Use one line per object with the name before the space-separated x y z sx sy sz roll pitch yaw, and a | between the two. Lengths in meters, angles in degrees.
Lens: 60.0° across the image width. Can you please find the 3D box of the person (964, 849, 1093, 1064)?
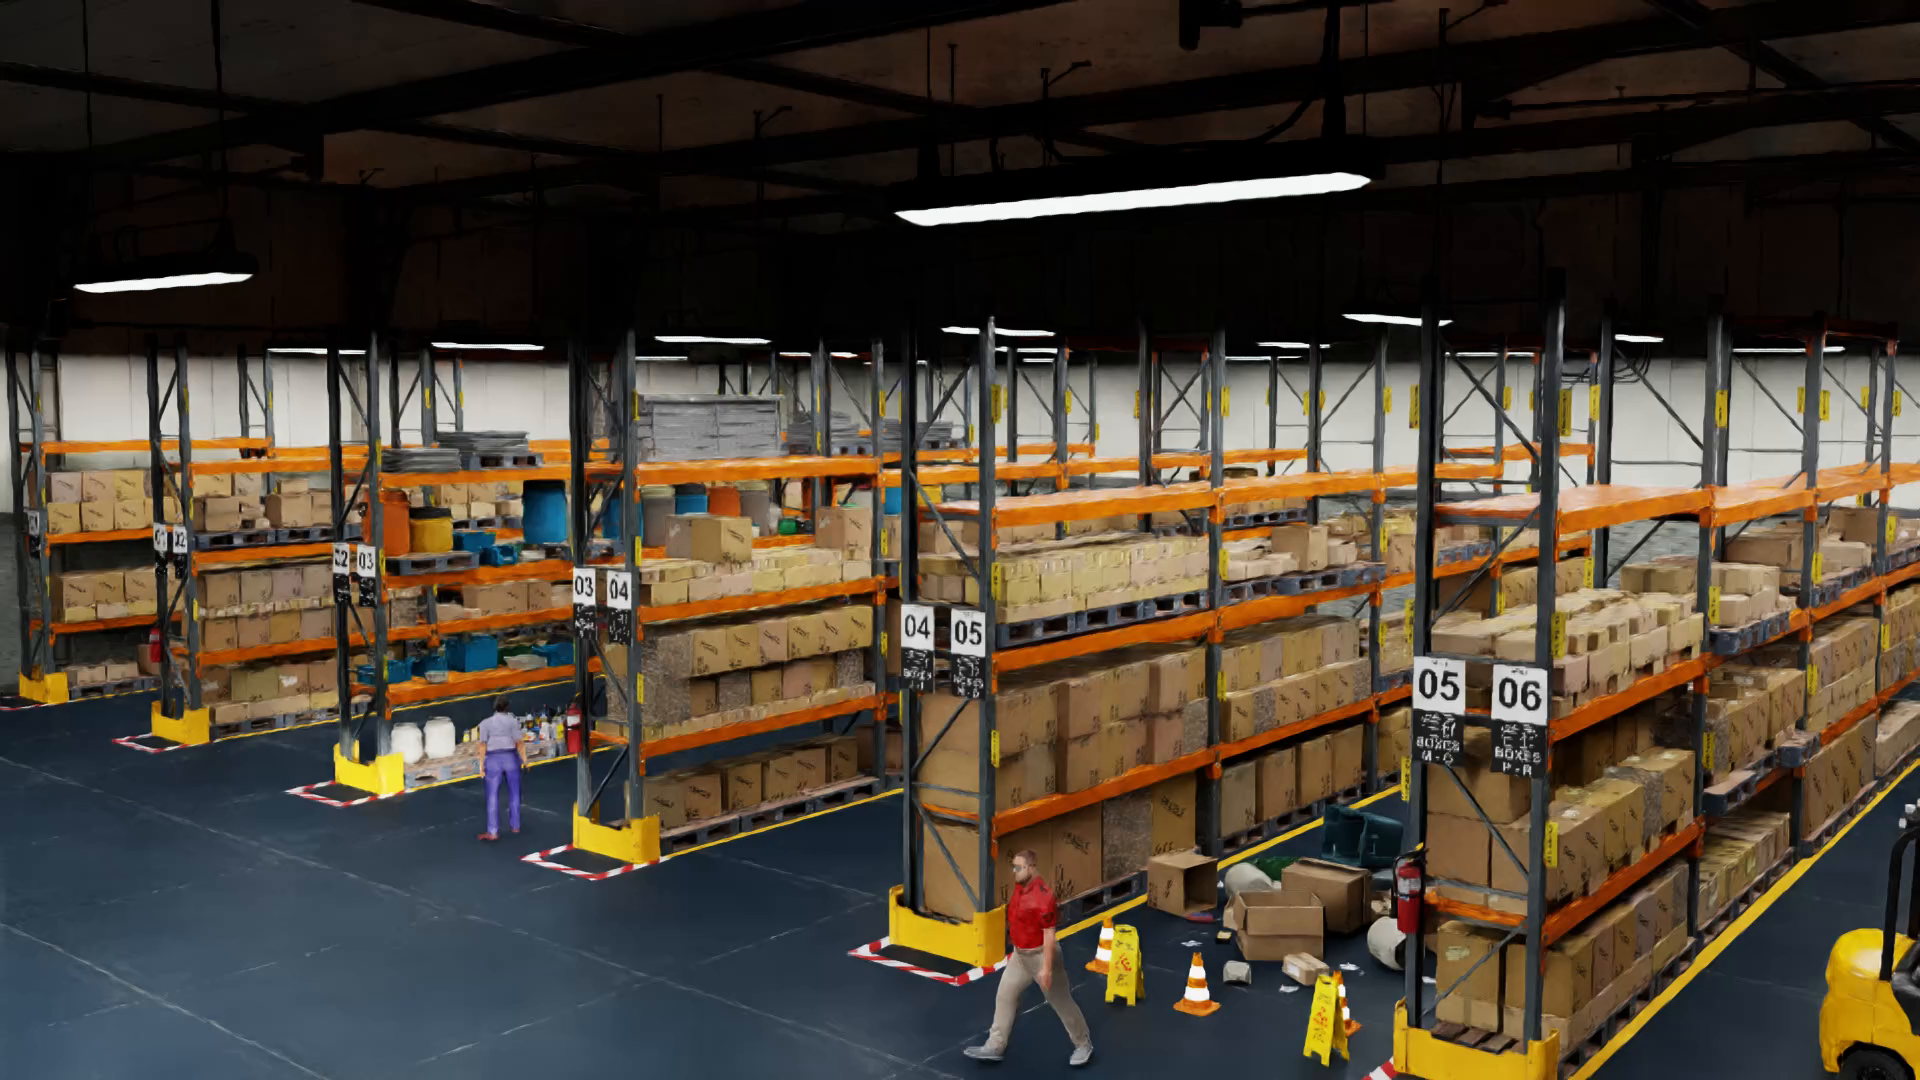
person | 0.554 3.232 12.732 0.967 1.583 0.586 -3 6 -27

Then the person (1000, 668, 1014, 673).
person | 0.582 2.377 21.197 0.457 1.762 0.606 1 5 12

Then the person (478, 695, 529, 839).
person | -5.303 2.603 19.259 0.598 1.644 0.554 -2 5 -19
